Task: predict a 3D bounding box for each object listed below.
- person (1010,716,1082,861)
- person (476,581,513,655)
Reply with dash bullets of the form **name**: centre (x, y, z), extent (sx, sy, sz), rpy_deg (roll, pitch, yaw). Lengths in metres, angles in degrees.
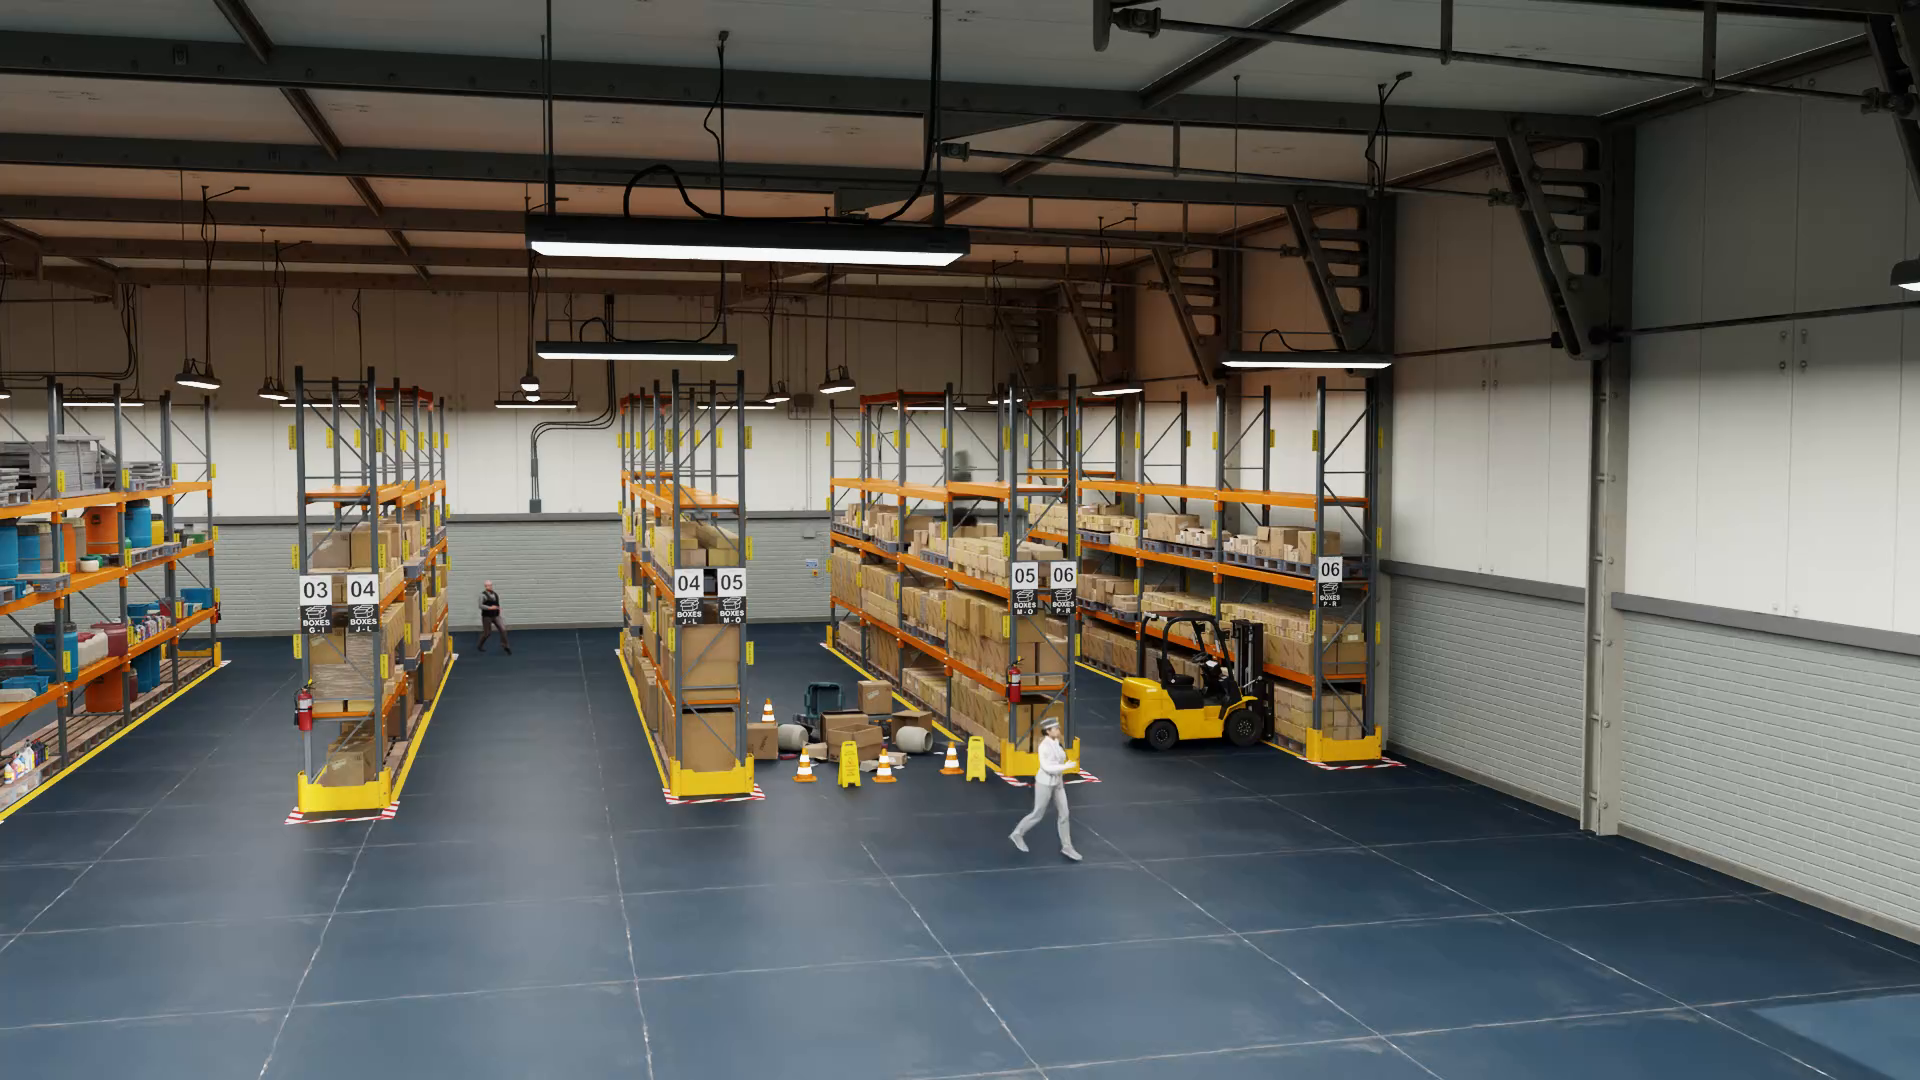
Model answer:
- **person**: centre (1.040, 2.943, 19.898), extent (0.919, 1.702, 0.598), rpy_deg (2, 4, 29)
- **person**: centre (-10.971, 1.866, 38.888), extent (0.934, 1.655, 0.660), rpy_deg (3, 4, 36)
